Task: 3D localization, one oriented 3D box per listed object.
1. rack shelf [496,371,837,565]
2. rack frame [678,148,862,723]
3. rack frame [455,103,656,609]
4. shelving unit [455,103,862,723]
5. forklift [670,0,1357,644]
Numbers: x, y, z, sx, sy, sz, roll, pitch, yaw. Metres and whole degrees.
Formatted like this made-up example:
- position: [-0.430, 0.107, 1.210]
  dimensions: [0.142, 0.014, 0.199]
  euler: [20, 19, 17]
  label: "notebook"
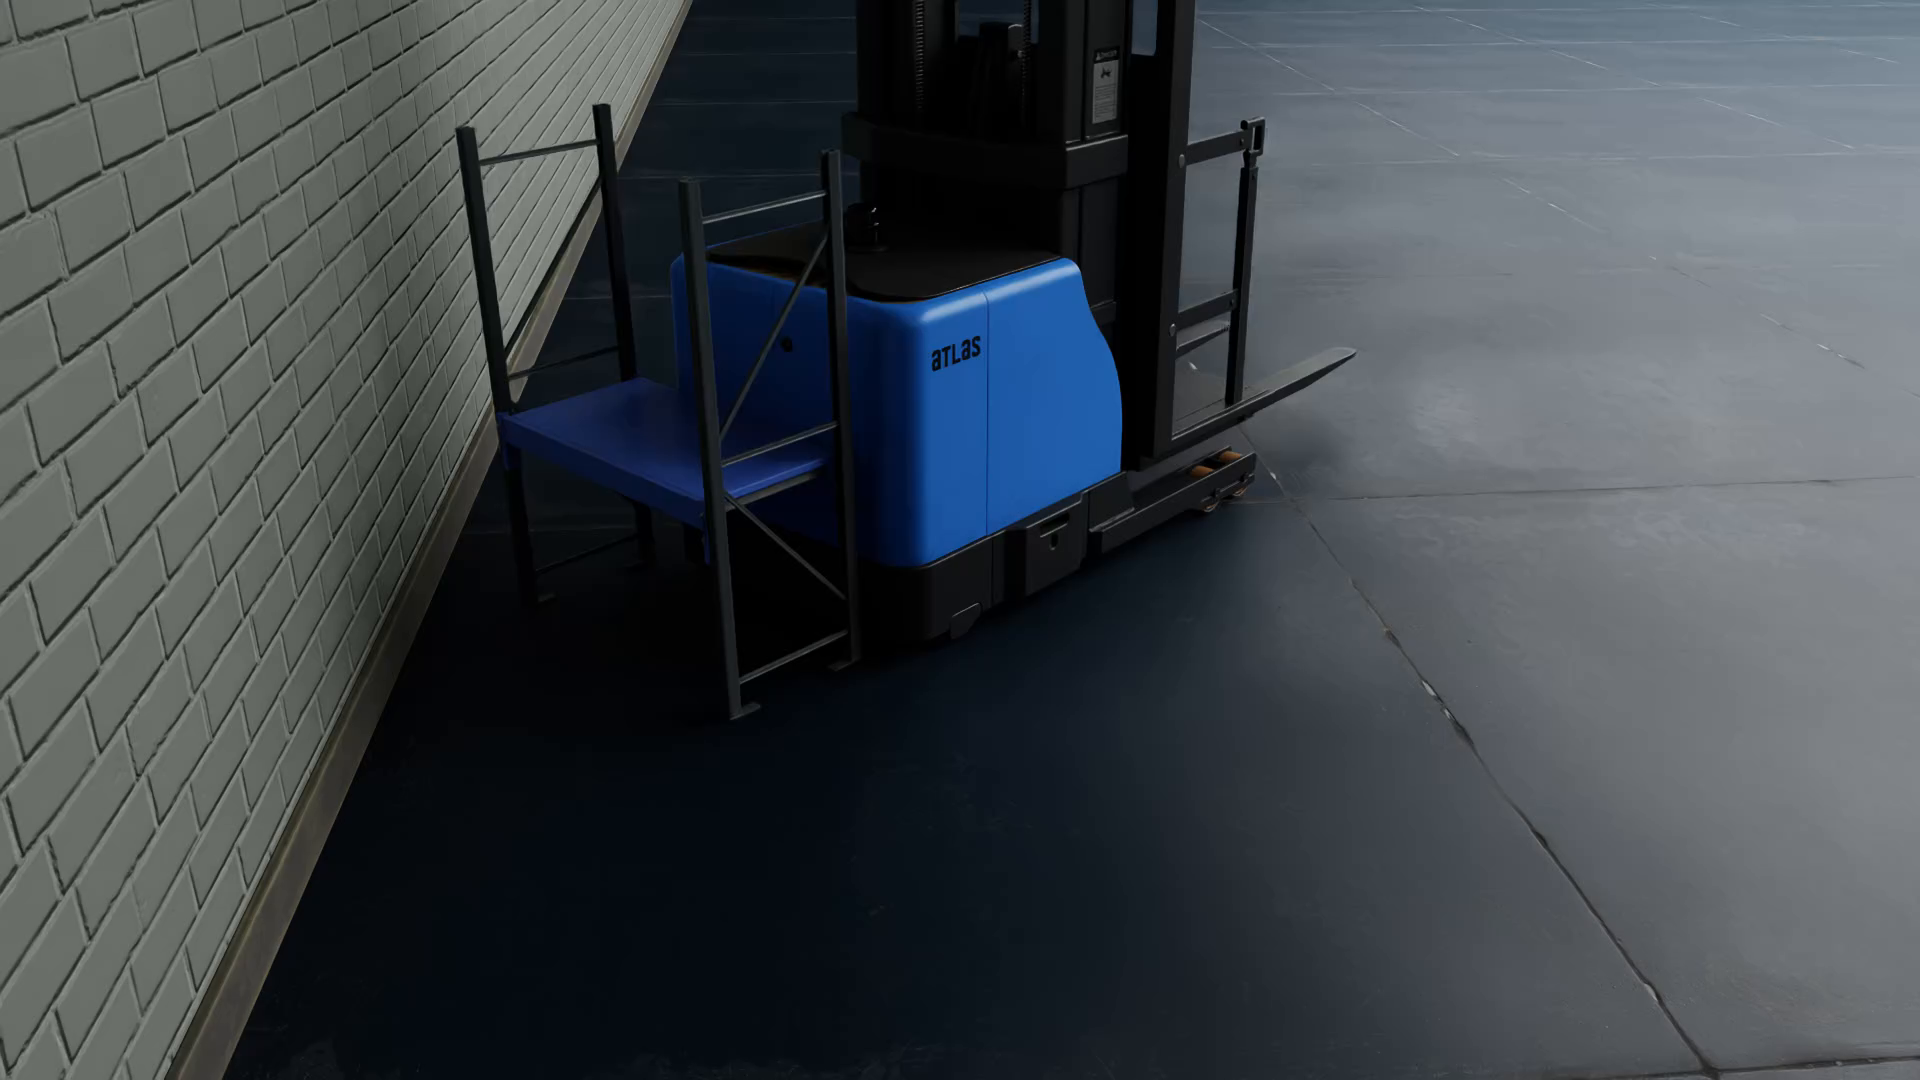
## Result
- position: [-0.848, -0.236, 4.865]
  dimensions: [1.000, 0.185, 0.538]
  euler: [21, 33, 39]
  label: "rack shelf"
- position: [-0.485, -0.256, 4.466]
  dimensions: [0.032, 1.500, 0.500]
  euler: [21, 33, 39]
  label: "rack frame"
- position: [-1.216, -0.543, 5.112]
  dimensions: [0.032, 1.500, 0.500]
  euler: [21, 33, 39]
  label: "rack frame"
- position: [-0.850, -0.399, 4.789]
  dimensions: [1.048, 1.500, 0.538]
  euler: [21, 33, 39]
  label: "shelving unit"
- position: [0.435, -1.555, 5.641]
  dimensions: [1.130, 2.935, 3.031]
  euler: [19, 30, 36]
  label: "forklift"
